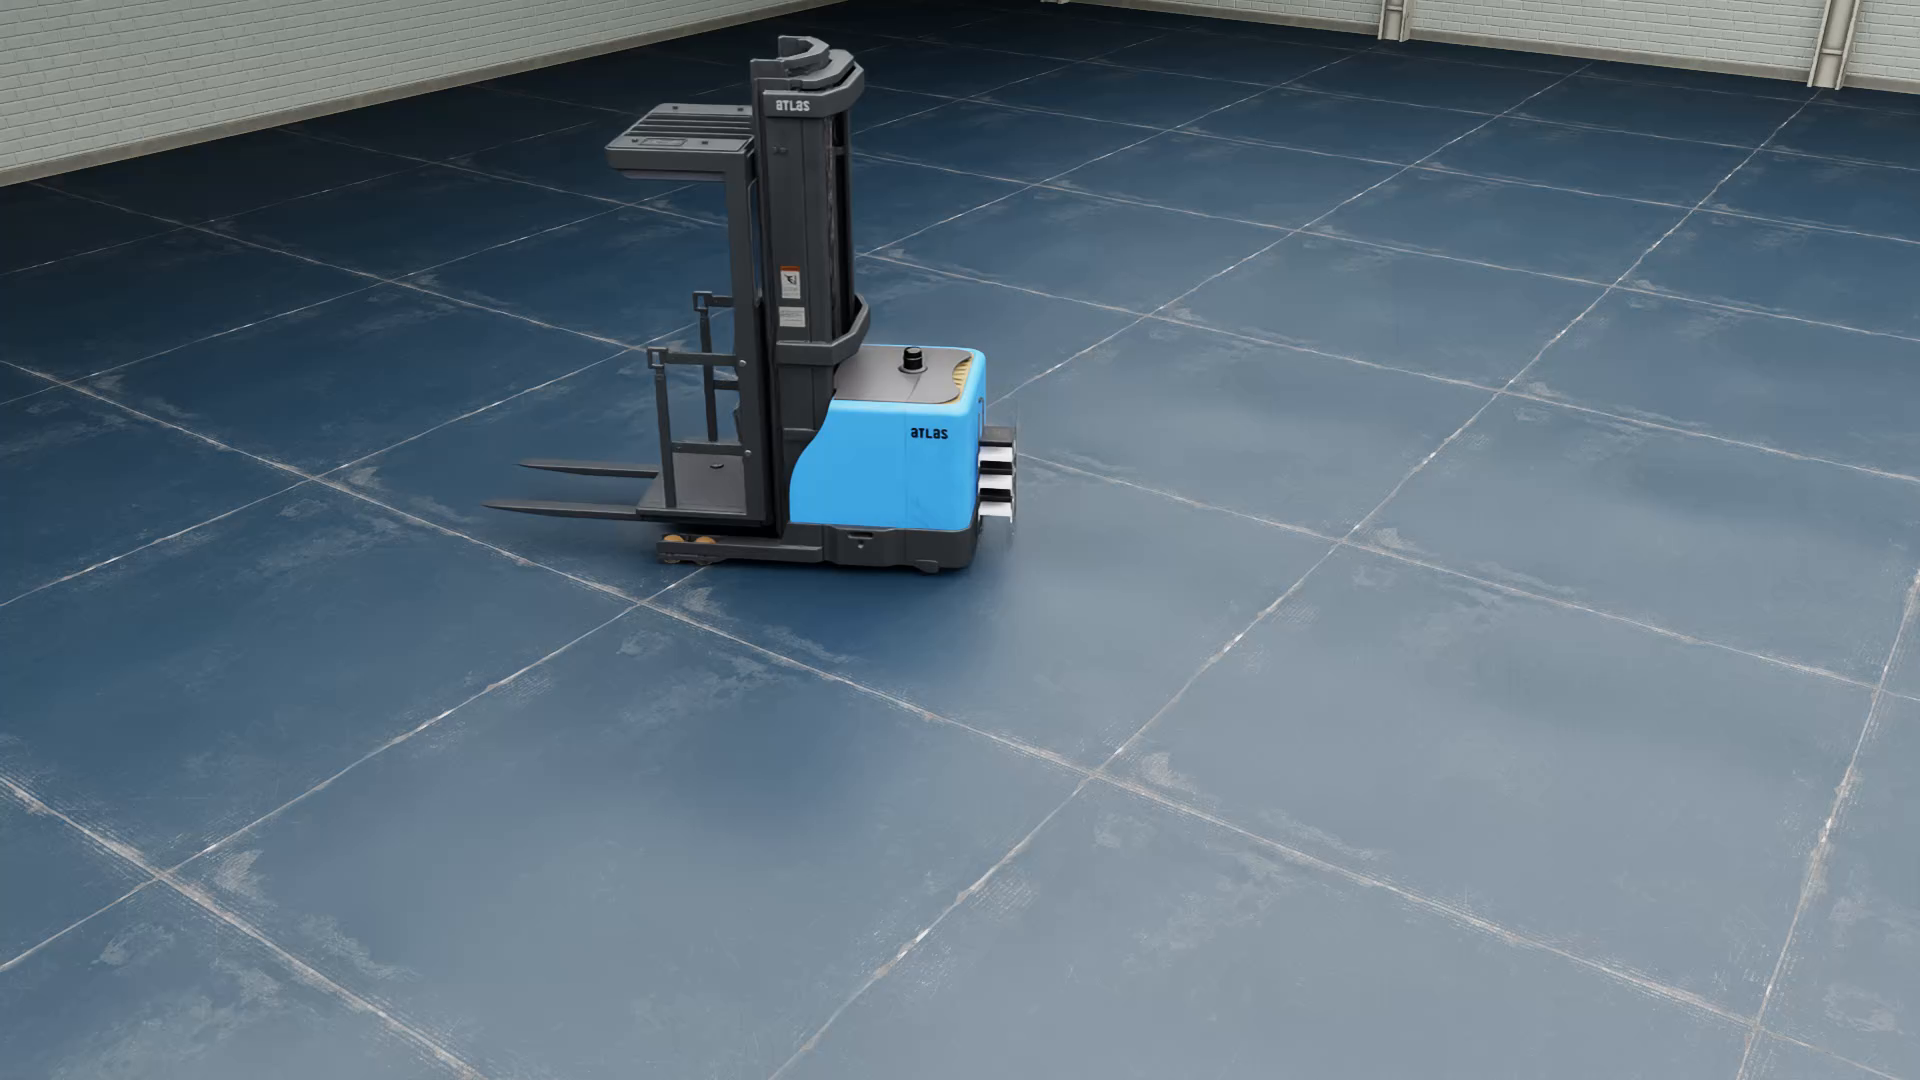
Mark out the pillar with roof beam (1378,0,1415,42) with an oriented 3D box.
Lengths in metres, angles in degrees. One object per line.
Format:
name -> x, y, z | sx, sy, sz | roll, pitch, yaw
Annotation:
pillar with roof beam -> 4.121, -9.980, 19.939 | 0.400, 9.000, 9.100 | 17, 32, 30

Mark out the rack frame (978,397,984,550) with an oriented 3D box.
rack frame -> 0.124, -0.397, 10.038 | 0.006, 0.900, 0.240 | 3, 27, 6

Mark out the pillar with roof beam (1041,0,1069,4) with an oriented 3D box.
pillar with roof beam -> -0.825, -11.521, 22.967 | 0.400, 9.000, 9.100 | 17, 32, 30

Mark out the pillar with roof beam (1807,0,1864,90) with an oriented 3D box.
pillar with roof beam -> 9.067, -8.439, 16.912 | 0.400, 9.000, 9.100 | 17, 32, 30

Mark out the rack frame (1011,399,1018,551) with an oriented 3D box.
rack frame -> 0.326, -0.386, 10.016 | 0.006, 0.900, 0.240 | 3, 27, 6

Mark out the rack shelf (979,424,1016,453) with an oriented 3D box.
rack shelf -> 0.225, -0.602, 9.920 | 0.200, 0.077, 0.258 | 3, 27, 6

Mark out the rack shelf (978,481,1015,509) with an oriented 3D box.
rack shelf -> 0.225, -0.282, 10.083 | 0.200, 0.077, 0.258 | 3, 27, 6

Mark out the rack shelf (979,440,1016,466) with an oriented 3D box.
rack shelf -> 0.225, -0.522, 9.961 | 0.200, 0.077, 0.258 | 3, 27, 6

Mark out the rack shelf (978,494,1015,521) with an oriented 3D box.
rack shelf -> 0.225, -0.201, 10.124 | 0.200, 0.077, 0.258 | 3, 27, 6

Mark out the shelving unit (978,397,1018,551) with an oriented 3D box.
shelving unit -> 0.225, -0.392, 10.027 | 0.210, 0.900, 0.258 | 3, 27, 6

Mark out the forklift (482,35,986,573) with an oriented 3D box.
forklift -> -1.385, -1.390, 9.749 | 3.031, 2.935, 1.130 | 3, 27, 6

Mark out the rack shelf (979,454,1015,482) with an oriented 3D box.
rack shelf -> 0.225, -0.442, 10.002 | 0.200, 0.077, 0.258 | 3, 27, 6

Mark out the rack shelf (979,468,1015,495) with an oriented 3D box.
rack shelf -> 0.225, -0.362, 10.042 | 0.200, 0.077, 0.258 | 3, 27, 6
